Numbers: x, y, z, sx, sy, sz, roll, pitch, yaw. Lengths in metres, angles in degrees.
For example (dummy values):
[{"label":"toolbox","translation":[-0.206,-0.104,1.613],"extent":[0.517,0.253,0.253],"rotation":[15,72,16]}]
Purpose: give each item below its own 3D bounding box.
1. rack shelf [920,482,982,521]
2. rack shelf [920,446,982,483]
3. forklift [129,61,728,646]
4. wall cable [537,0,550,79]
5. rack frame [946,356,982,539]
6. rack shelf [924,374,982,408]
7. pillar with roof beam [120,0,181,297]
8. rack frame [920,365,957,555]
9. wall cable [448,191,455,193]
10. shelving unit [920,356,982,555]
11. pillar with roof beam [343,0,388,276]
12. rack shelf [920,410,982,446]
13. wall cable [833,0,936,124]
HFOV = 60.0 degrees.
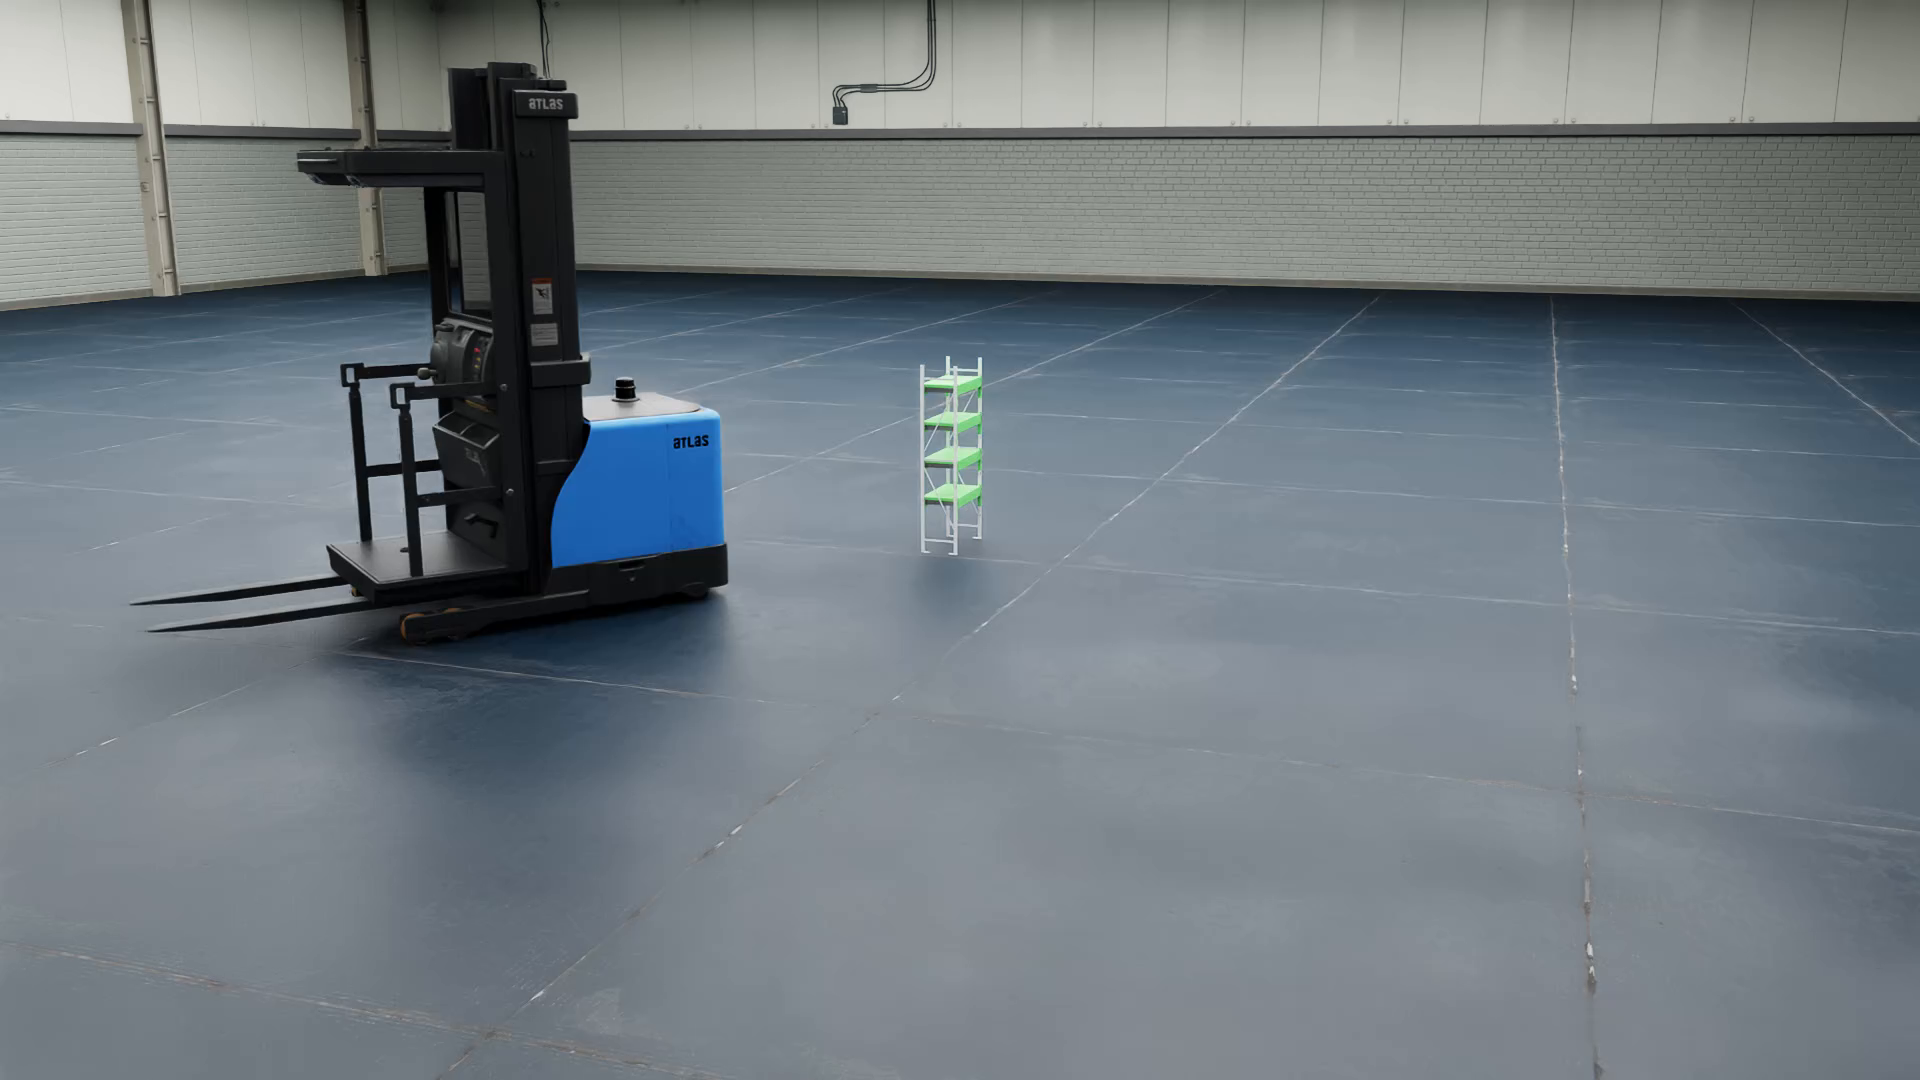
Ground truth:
[{"label":"rack shelf","translation":[-0.054,-0.254,10.769],"extent":[0.258,0.148,0.480],"rotation":[4,14,18]},{"label":"rack shelf","translation":[-0.054,-0.488,10.716],"extent":[0.258,0.148,0.480],"rotation":[4,14,18]},{"label":"forklift","translation":[-2.848,-1.017,8.856],"extent":[3.031,2.935,1.130],"rotation":[-8,15,-33]},{"label":"wall cable","translation":[-8.017,-11.465,36.624],"extent":[3.097,2.526,0.112],"rotation":[4,14,18]},{"label":"rack frame","translation":[0.025,-0.601,10.927],"extent":[0.240,1.200,0.015],"rotation":[4,14,18]},{"label":"rack shelf","translation":[-0.054,-0.956,10.609],"extent":[0.258,0.148,0.480],"rotation":[4,14,18]},{"label":"pillar with roof beam","translation":[-10.649,-8.613,28.501],"extent":[9.100,9.000,0.400],"rotation":[4,14,18]},{"label":"rack frame","translation":[-0.133,-0.499,10.477],"extent":[0.240,1.200,0.015],"rotation":[4,14,18]},{"label":"wall cable","translation":[-10.577,-9.197,38.040],"extent":[3.097,2.526,0.112],"rotation":[4,14,18]},{"label":"shelving unit","translation":[-0.054,-0.550,10.702],"extent":[0.258,1.200,0.503],"rotation":[4,14,18]},{"label":"pillar with roof beam","translation":[-8.708,-9.876,34.036],"extent":[9.100,9.000,0.400],"rotation":[4,14,18]},{"label":"rack shelf","translation":[-0.054,-0.722,10.663],"extent":[0.258,0.148,0.480],"rotation":[4,14,18]},{"label":"wall cable","translation":[-1.599,-11.682,34.306],"extent":[2.305,6.003,0.169],"rotation":[4,14,18]}]
